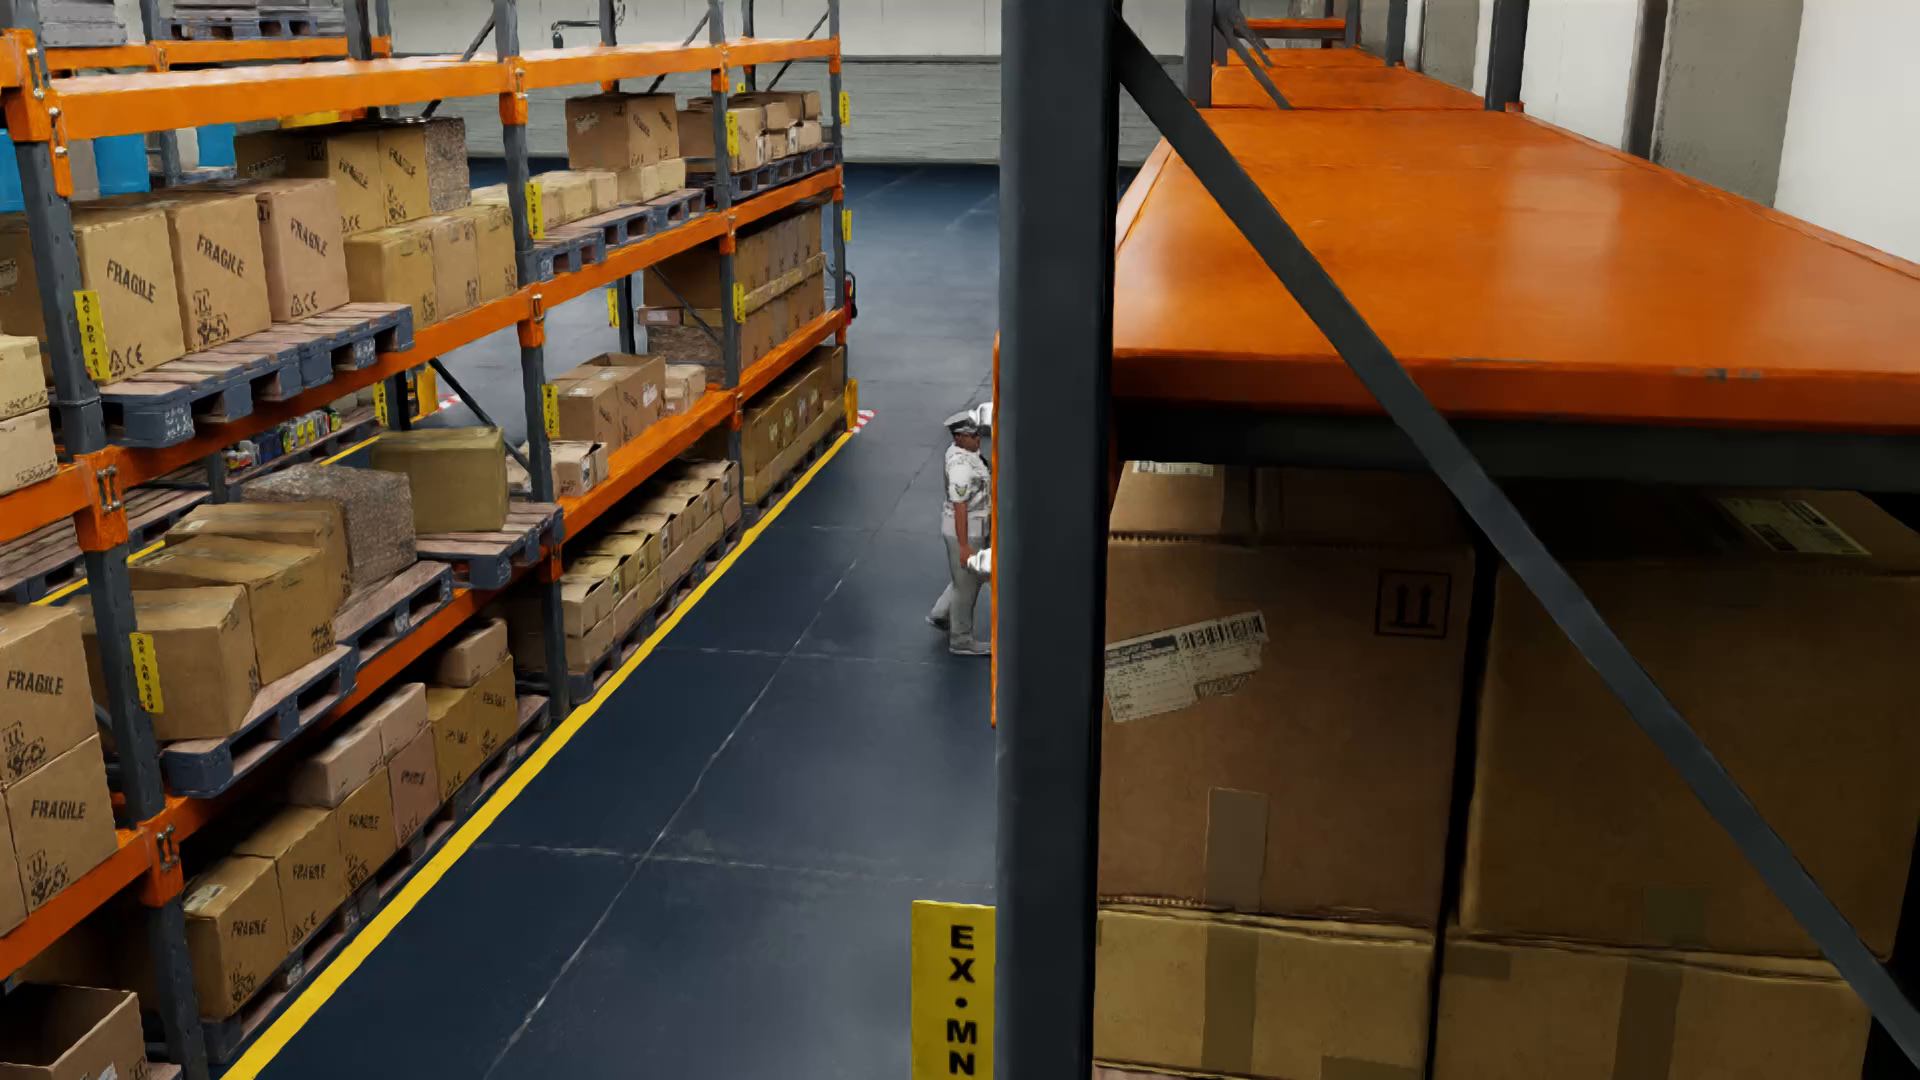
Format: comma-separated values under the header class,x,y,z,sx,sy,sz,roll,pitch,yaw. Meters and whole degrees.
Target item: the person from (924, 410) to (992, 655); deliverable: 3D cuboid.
class,x,y,z,sx,sy,sz,roll,pitch,yaw
person,0.001,-0.062,11.663,0.511,1.768,0.558,0,18,0
